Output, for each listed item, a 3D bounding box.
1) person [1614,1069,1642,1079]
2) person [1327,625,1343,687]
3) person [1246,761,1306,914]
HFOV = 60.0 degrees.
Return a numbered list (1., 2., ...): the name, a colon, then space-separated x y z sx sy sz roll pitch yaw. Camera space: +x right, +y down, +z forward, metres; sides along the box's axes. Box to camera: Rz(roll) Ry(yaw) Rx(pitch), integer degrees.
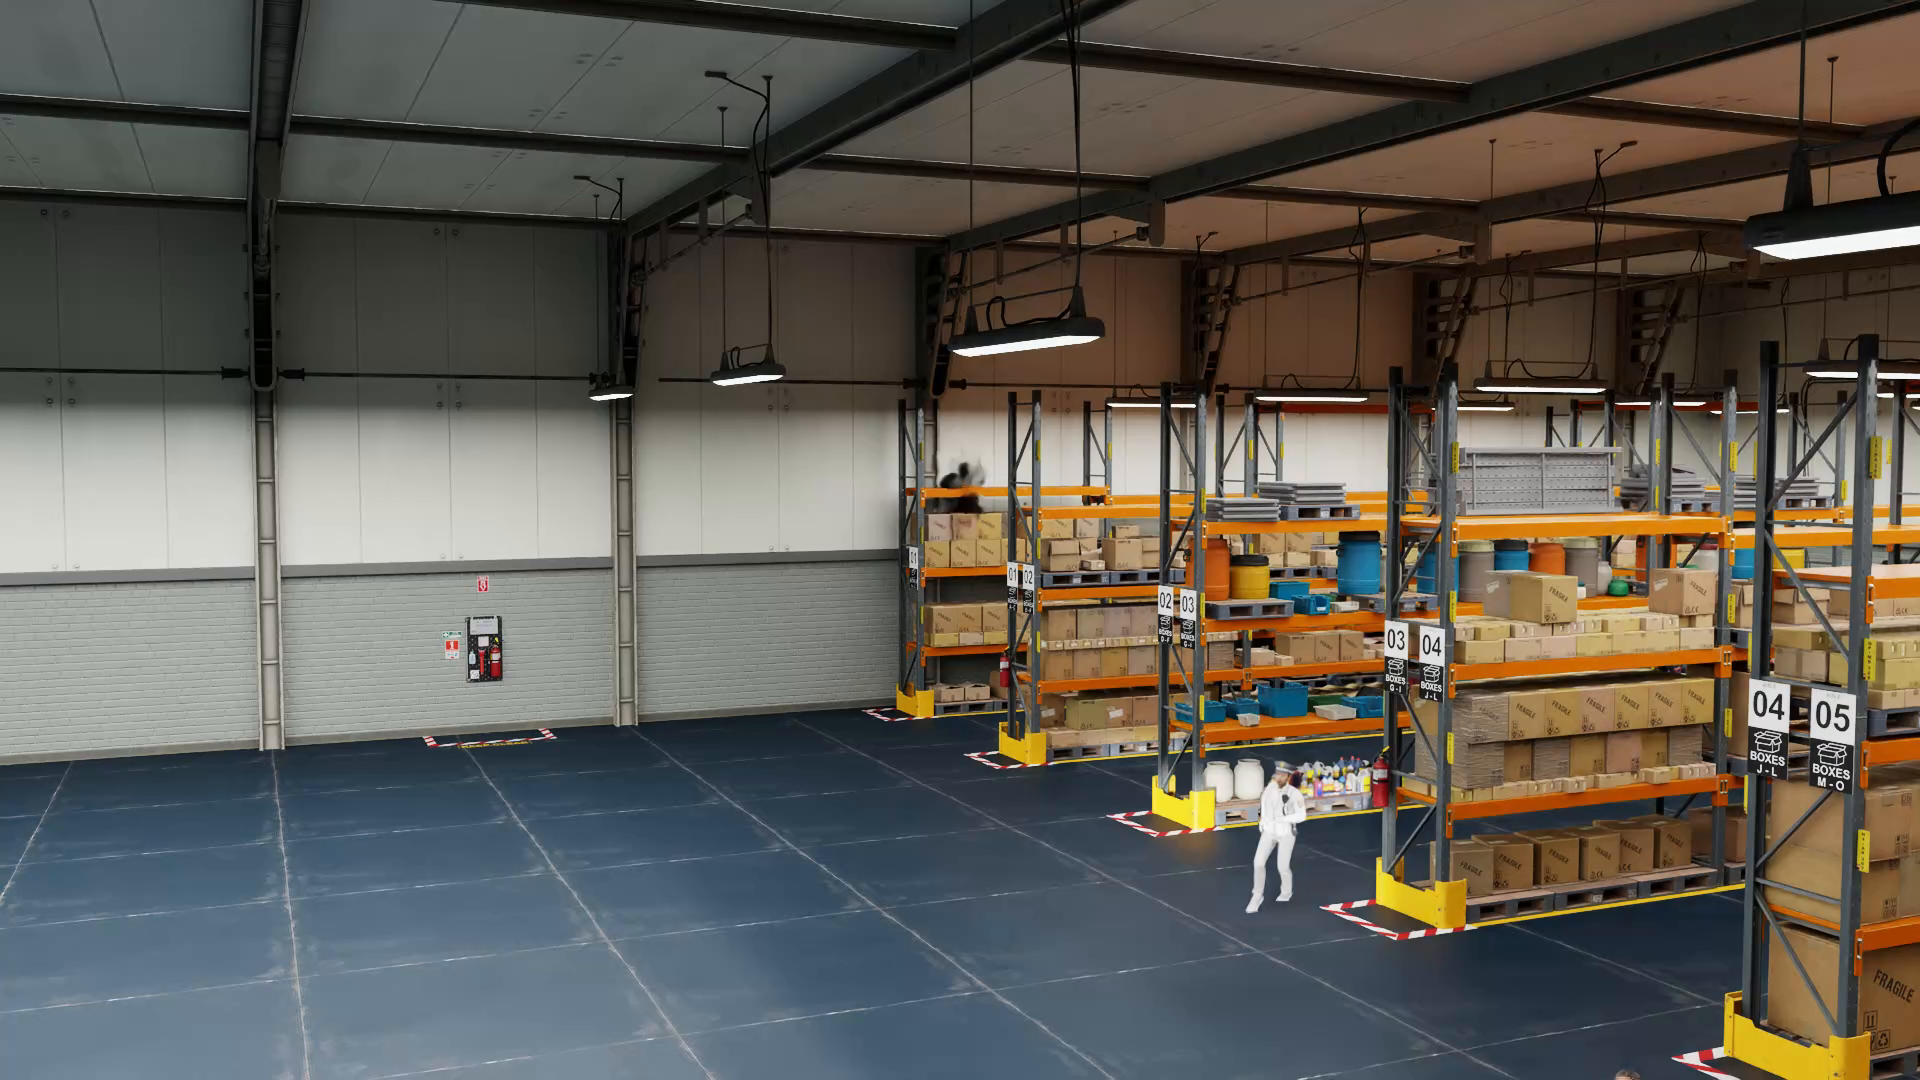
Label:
1. person: 3.785 3.811 9.377 0.586 1.618 0.468 2 4 24
2. person: 7.294 2.398 32.375 0.738 1.806 0.671 -2 4 -31
3. person: 3.548 3.268 18.337 0.614 1.728 0.743 2 4 33
